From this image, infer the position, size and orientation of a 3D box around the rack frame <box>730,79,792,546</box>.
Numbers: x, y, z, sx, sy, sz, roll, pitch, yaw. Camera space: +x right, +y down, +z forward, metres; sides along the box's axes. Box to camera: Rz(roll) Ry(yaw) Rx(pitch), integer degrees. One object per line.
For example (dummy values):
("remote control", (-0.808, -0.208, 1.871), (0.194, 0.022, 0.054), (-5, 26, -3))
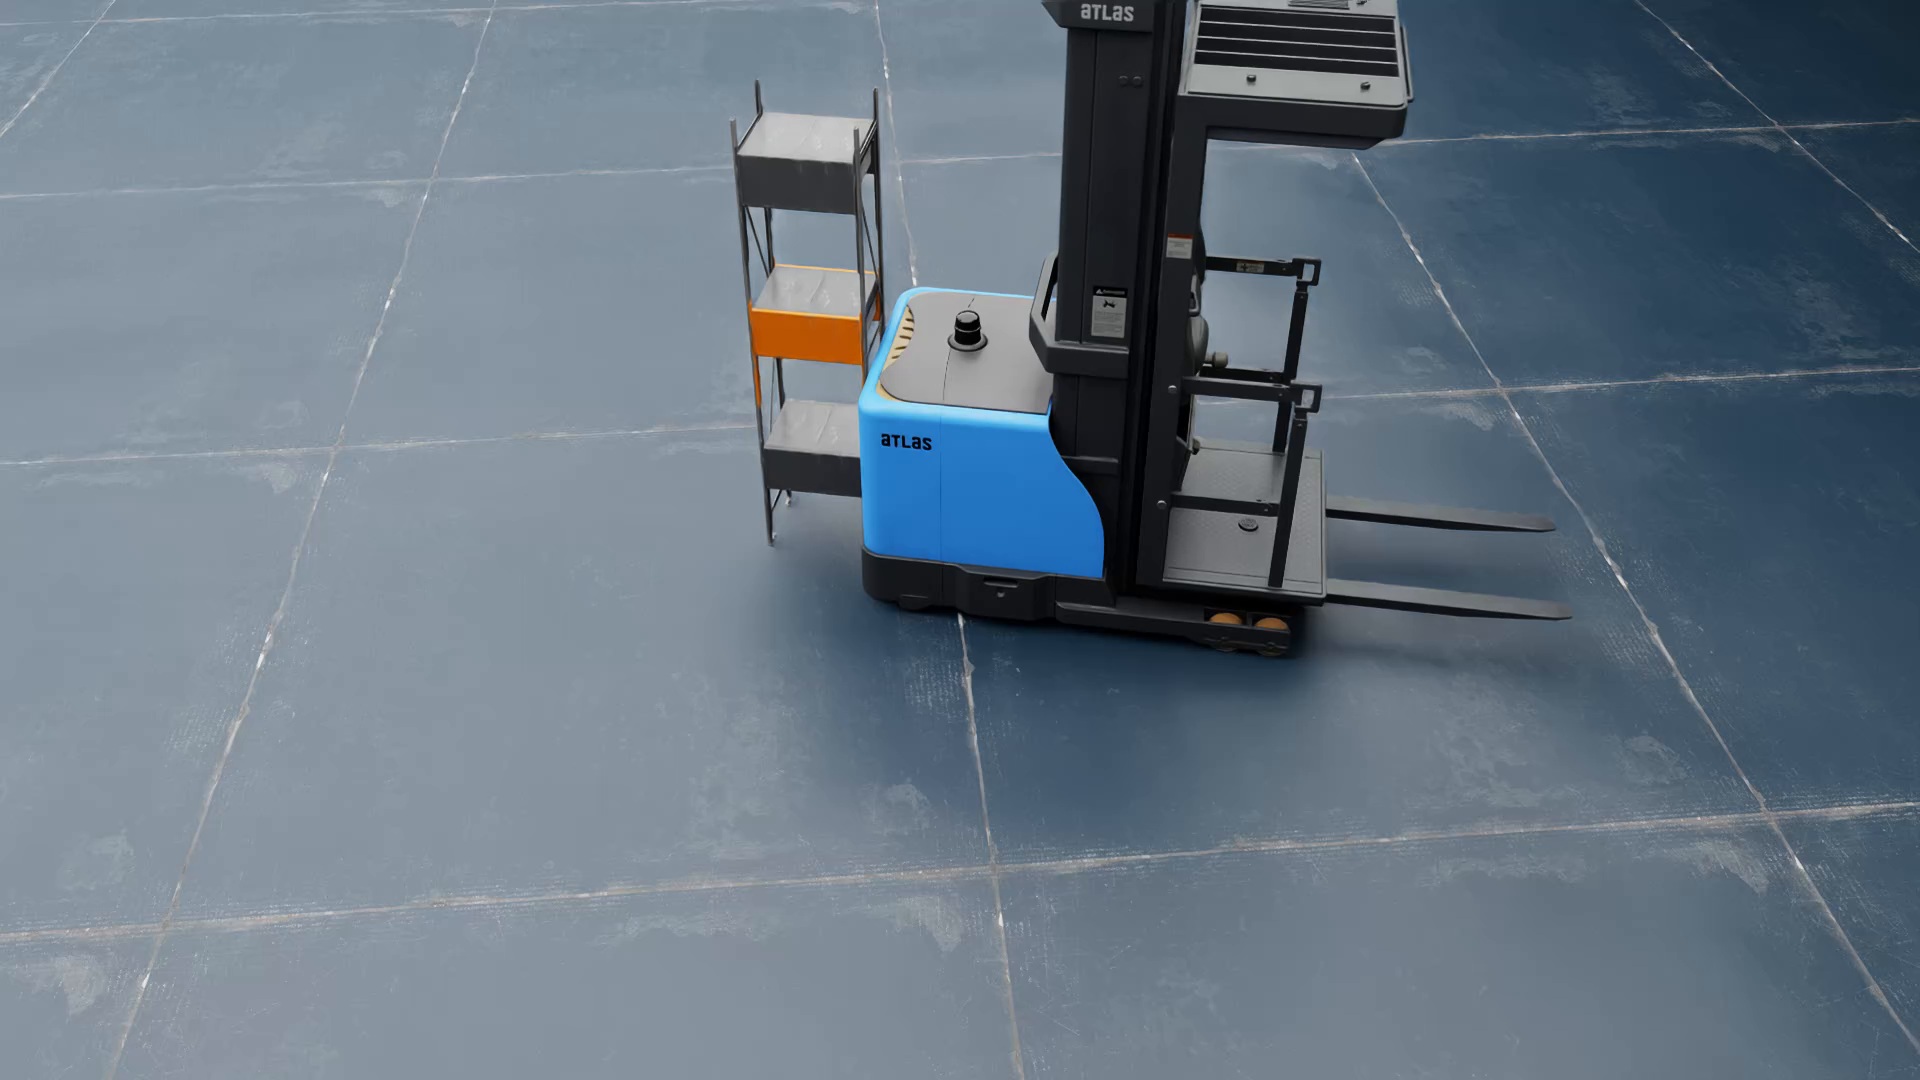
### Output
("rack frame", (-0.849, -0.917, 7.217), (0.015, 2.100, 0.400), (6, 39, 7))

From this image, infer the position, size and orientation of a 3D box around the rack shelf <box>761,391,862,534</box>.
("rack shelf", (-0.609, -0.332, 7.628), (0.480, 0.518, 0.431), (6, 39, 7))

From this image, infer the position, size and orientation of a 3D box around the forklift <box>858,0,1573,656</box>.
("forklift", (1.133, -1.010, 6.664), (3.031, 2.935, 1.130), (6, 39, 7))

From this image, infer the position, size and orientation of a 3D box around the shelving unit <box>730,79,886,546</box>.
("shelving unit", (-0.609, -0.892, 7.186), (0.503, 2.100, 0.431), (6, 39, 7))

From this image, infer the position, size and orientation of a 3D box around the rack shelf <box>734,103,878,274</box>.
("rack shelf", (-0.609, -1.431, 6.761), (0.480, 0.518, 0.431), (6, 39, 7))

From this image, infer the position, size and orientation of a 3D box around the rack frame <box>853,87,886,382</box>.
("rack frame", (-0.368, -0.867, 7.154), (0.015, 2.100, 0.400), (6, 39, 7))

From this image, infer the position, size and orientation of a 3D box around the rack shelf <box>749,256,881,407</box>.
("rack shelf", (-0.609, -0.882, 7.194), (0.480, 0.518, 0.431), (6, 39, 7))
